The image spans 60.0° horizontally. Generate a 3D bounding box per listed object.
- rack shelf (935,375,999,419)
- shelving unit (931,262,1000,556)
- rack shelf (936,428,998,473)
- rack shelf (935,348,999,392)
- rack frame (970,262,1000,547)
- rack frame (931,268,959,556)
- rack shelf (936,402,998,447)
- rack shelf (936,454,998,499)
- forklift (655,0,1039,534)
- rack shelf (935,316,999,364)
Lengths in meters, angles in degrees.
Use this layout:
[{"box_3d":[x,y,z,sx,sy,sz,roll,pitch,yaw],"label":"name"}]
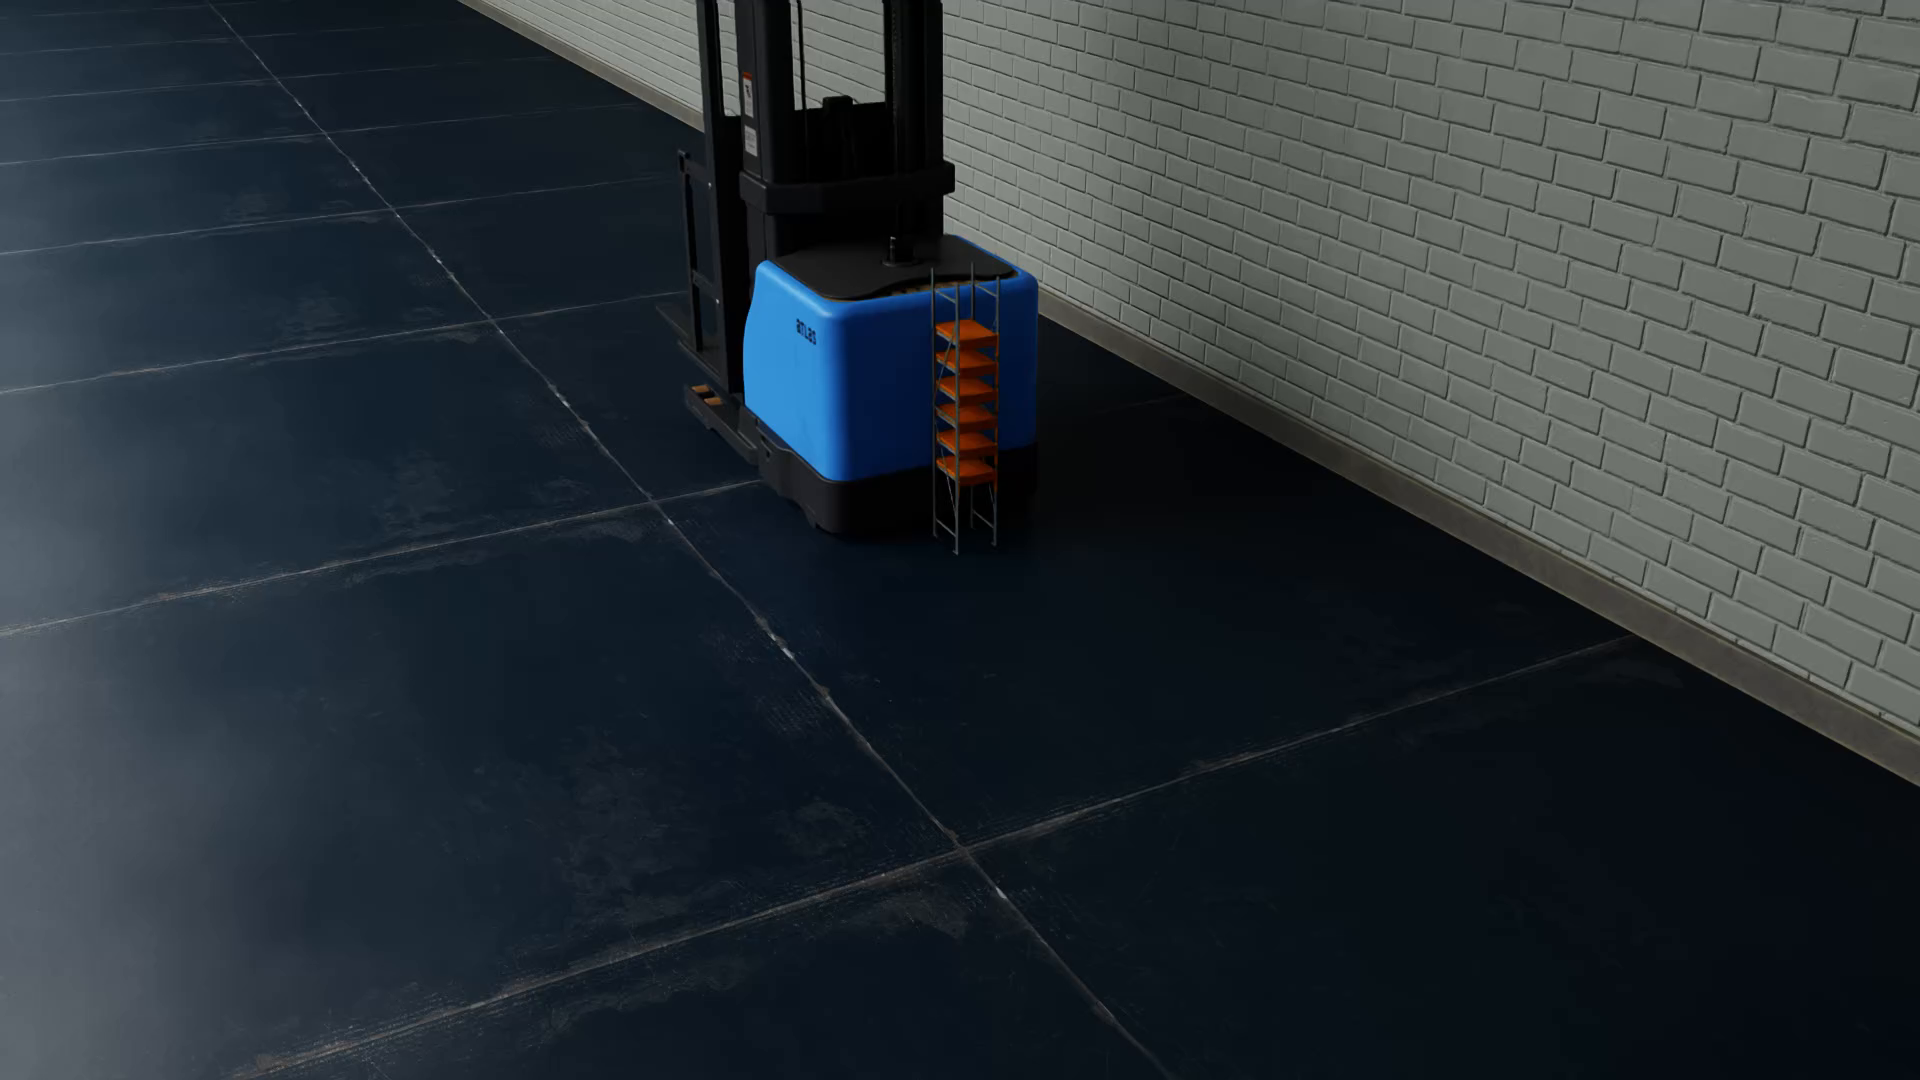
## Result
[{"box_3d":[0.021,-0.606,6.934,0.180,0.103,0.258,-12,28,-24],"label":"rack shelf"},{"box_3d":[0.021,-0.538,6.967,0.189,1.200,0.258,-12,28,-24],"label":"shelving unit"},{"box_3d":[0.021,-0.390,7.038,0.180,0.103,0.258,-12,28,-24],"label":"rack shelf"},{"box_3d":[0.022,-0.714,6.882,0.180,0.103,0.258,-12,28,-24],"label":"rack shelf"},{"box_3d":[0.103,-0.556,7.004,0.006,1.200,0.240,-12,28,-24],"label":"rack frame"},{"box_3d":[-0.060,-0.520,6.929,0.006,1.200,0.240,-12,28,-24],"label":"rack frame"},{"box_3d":[0.021,-0.498,6.986,0.180,0.103,0.258,-12,28,-24],"label":"rack shelf"},{"box_3d":[0.021,-0.282,7.090,0.180,0.103,0.258,-12,28,-24],"label":"rack shelf"},{"box_3d":[-0.762,-1.953,7.915,1.130,2.935,3.031,-12,28,-24],"label":"forklift"},{"box_3d":[0.022,-0.822,6.829,0.180,0.103,0.258,-12,28,-24],"label":"rack shelf"}]
